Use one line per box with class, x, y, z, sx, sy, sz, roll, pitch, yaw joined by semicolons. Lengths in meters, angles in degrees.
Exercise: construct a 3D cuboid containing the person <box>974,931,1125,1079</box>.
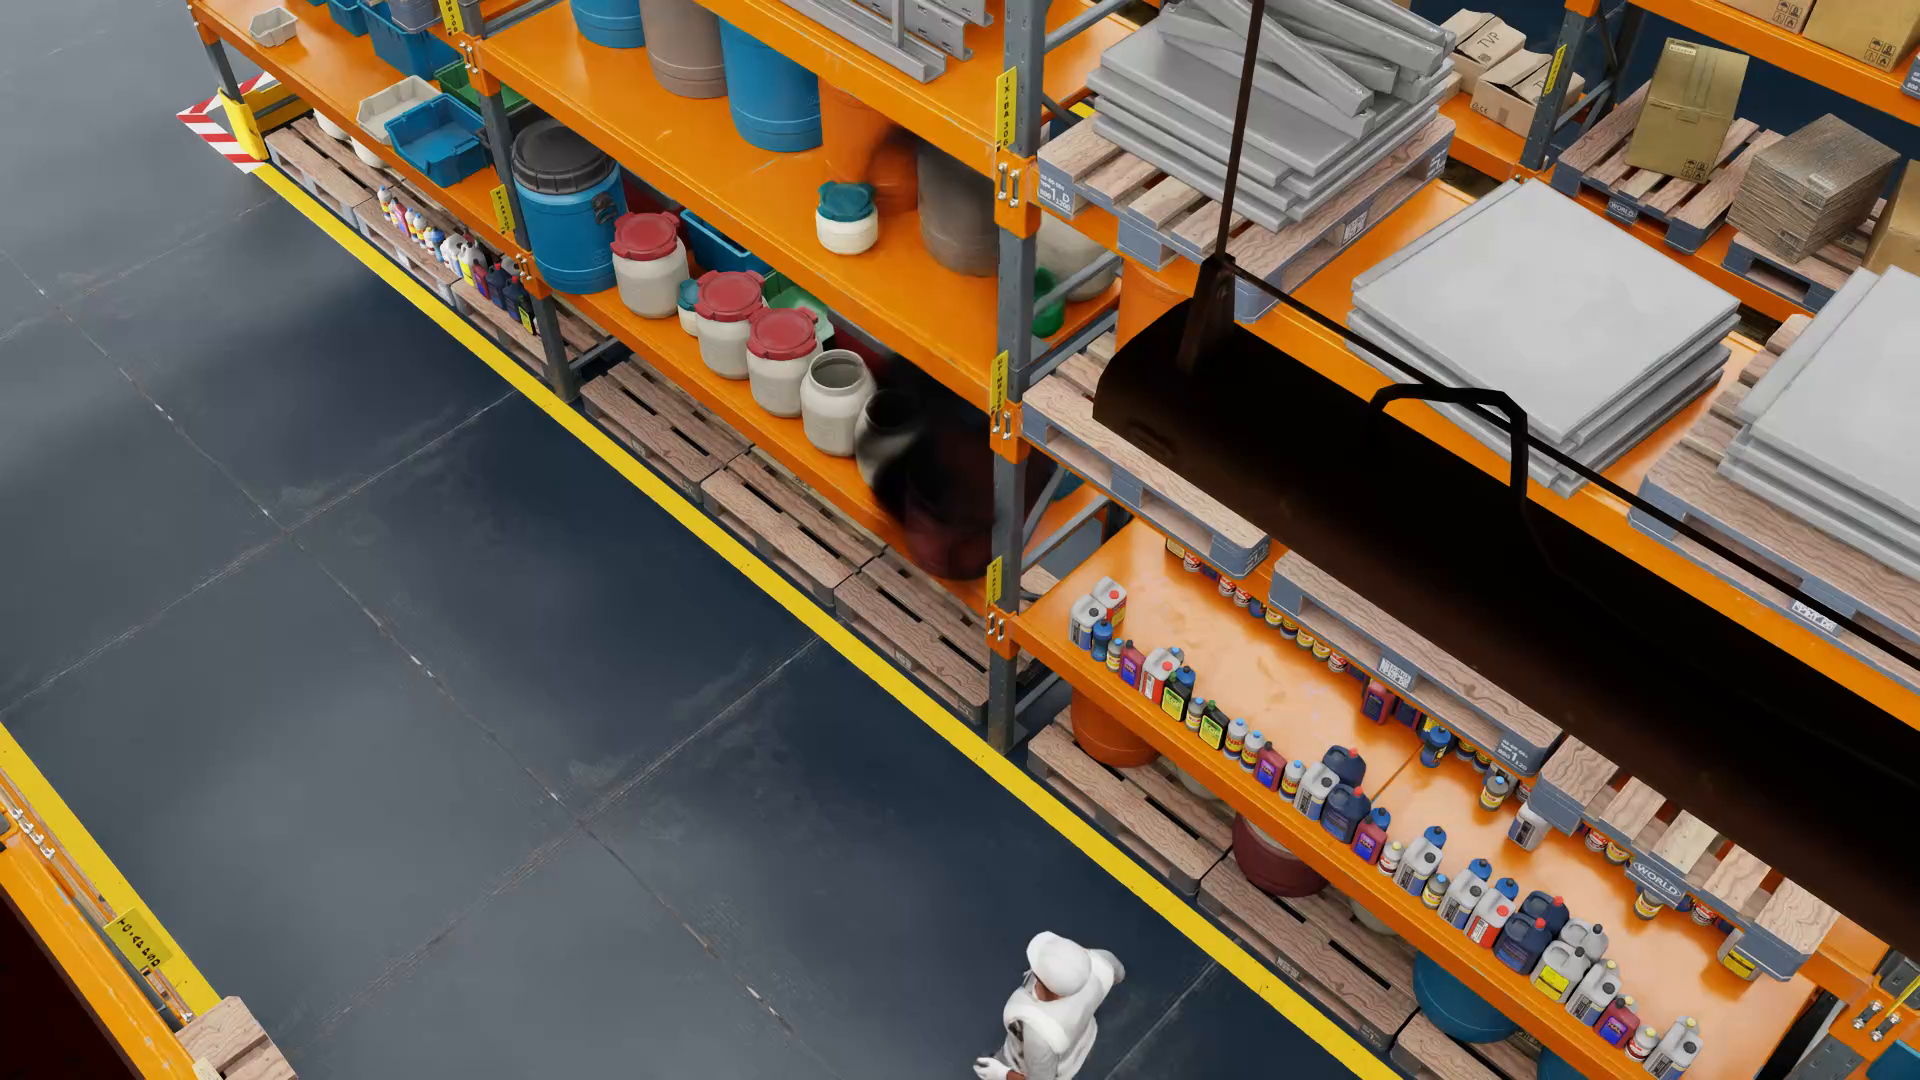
person;0.405;2.147;7.082;0.560;1.740;0.683;28;56;22
